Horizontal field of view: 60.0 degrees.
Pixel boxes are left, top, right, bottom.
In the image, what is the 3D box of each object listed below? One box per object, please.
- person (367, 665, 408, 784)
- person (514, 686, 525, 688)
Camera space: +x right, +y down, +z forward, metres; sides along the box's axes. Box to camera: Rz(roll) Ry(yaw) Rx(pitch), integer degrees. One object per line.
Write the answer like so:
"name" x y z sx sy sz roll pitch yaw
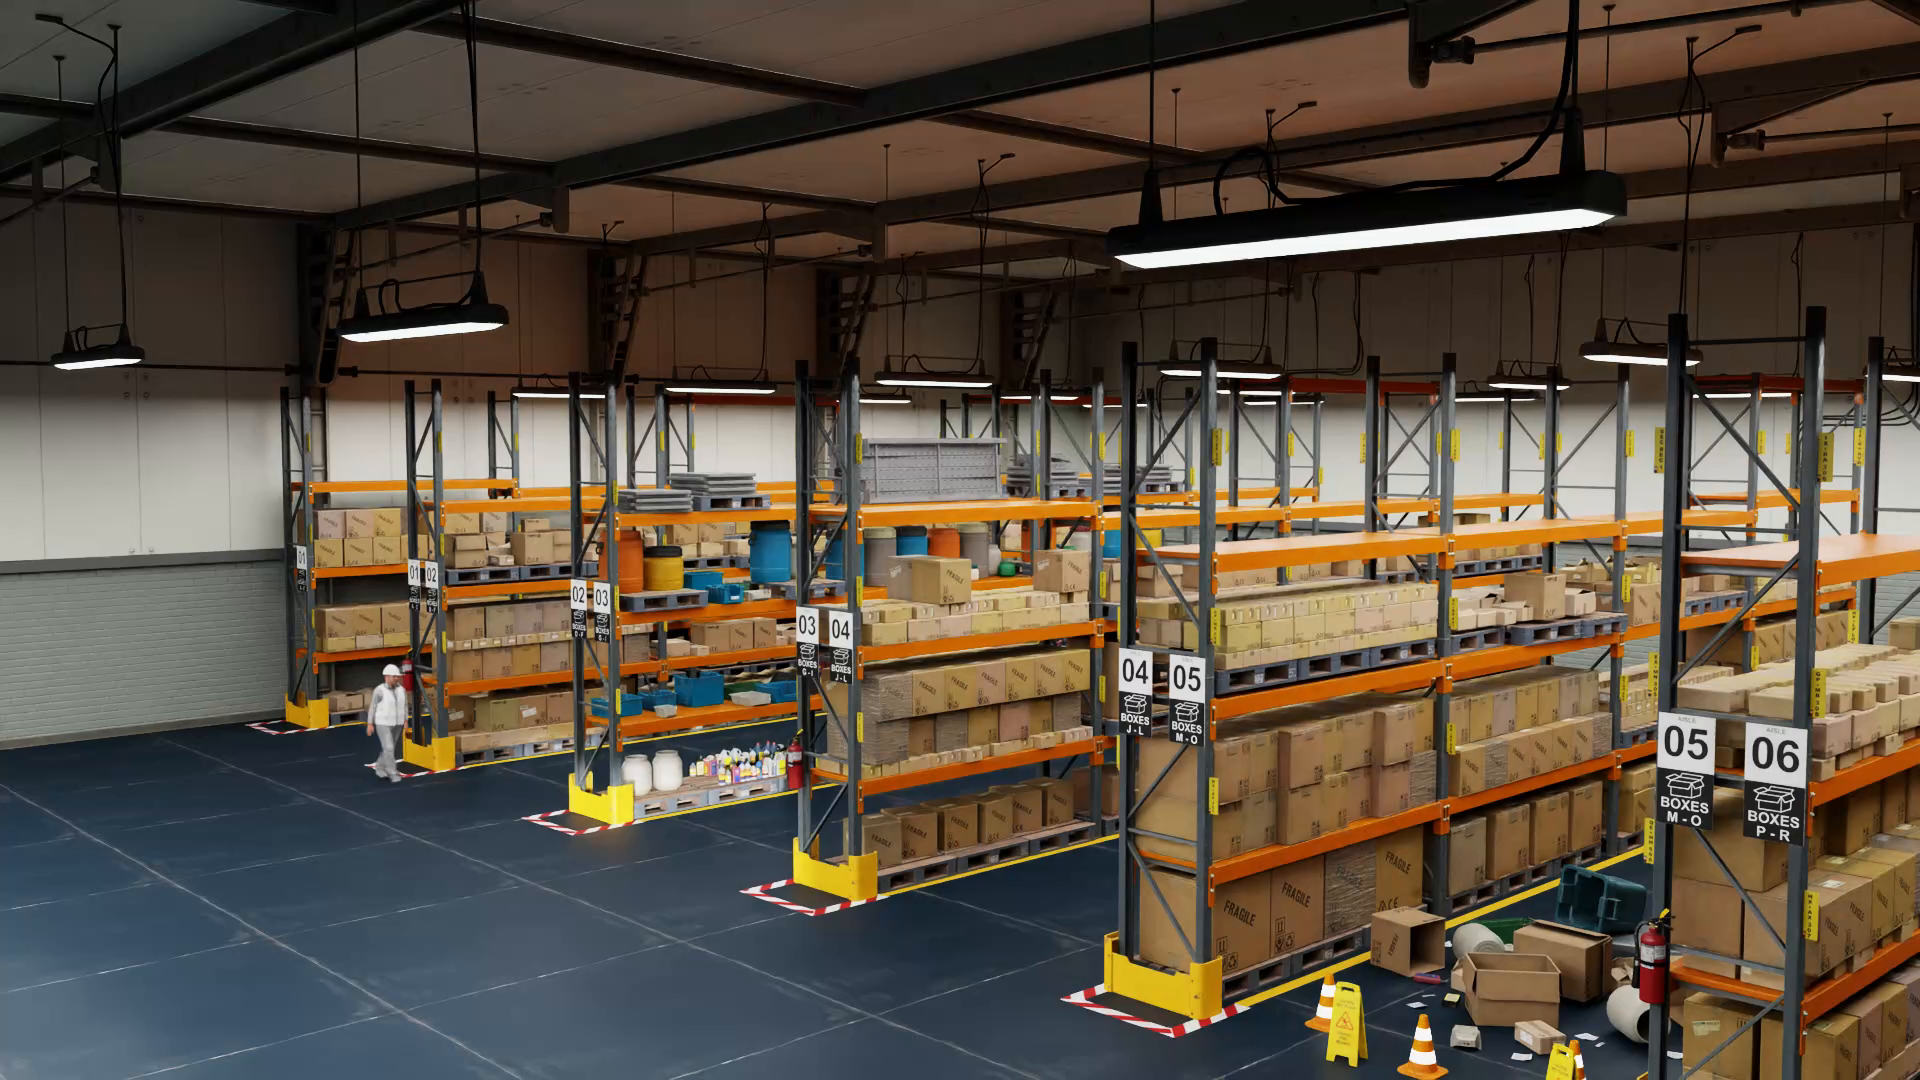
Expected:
"person" -8.427 2.707 24.638 1.008 1.712 0.608 2 4 33
"person" -8.115 2.332 30.774 0.631 1.788 0.778 2 4 28
